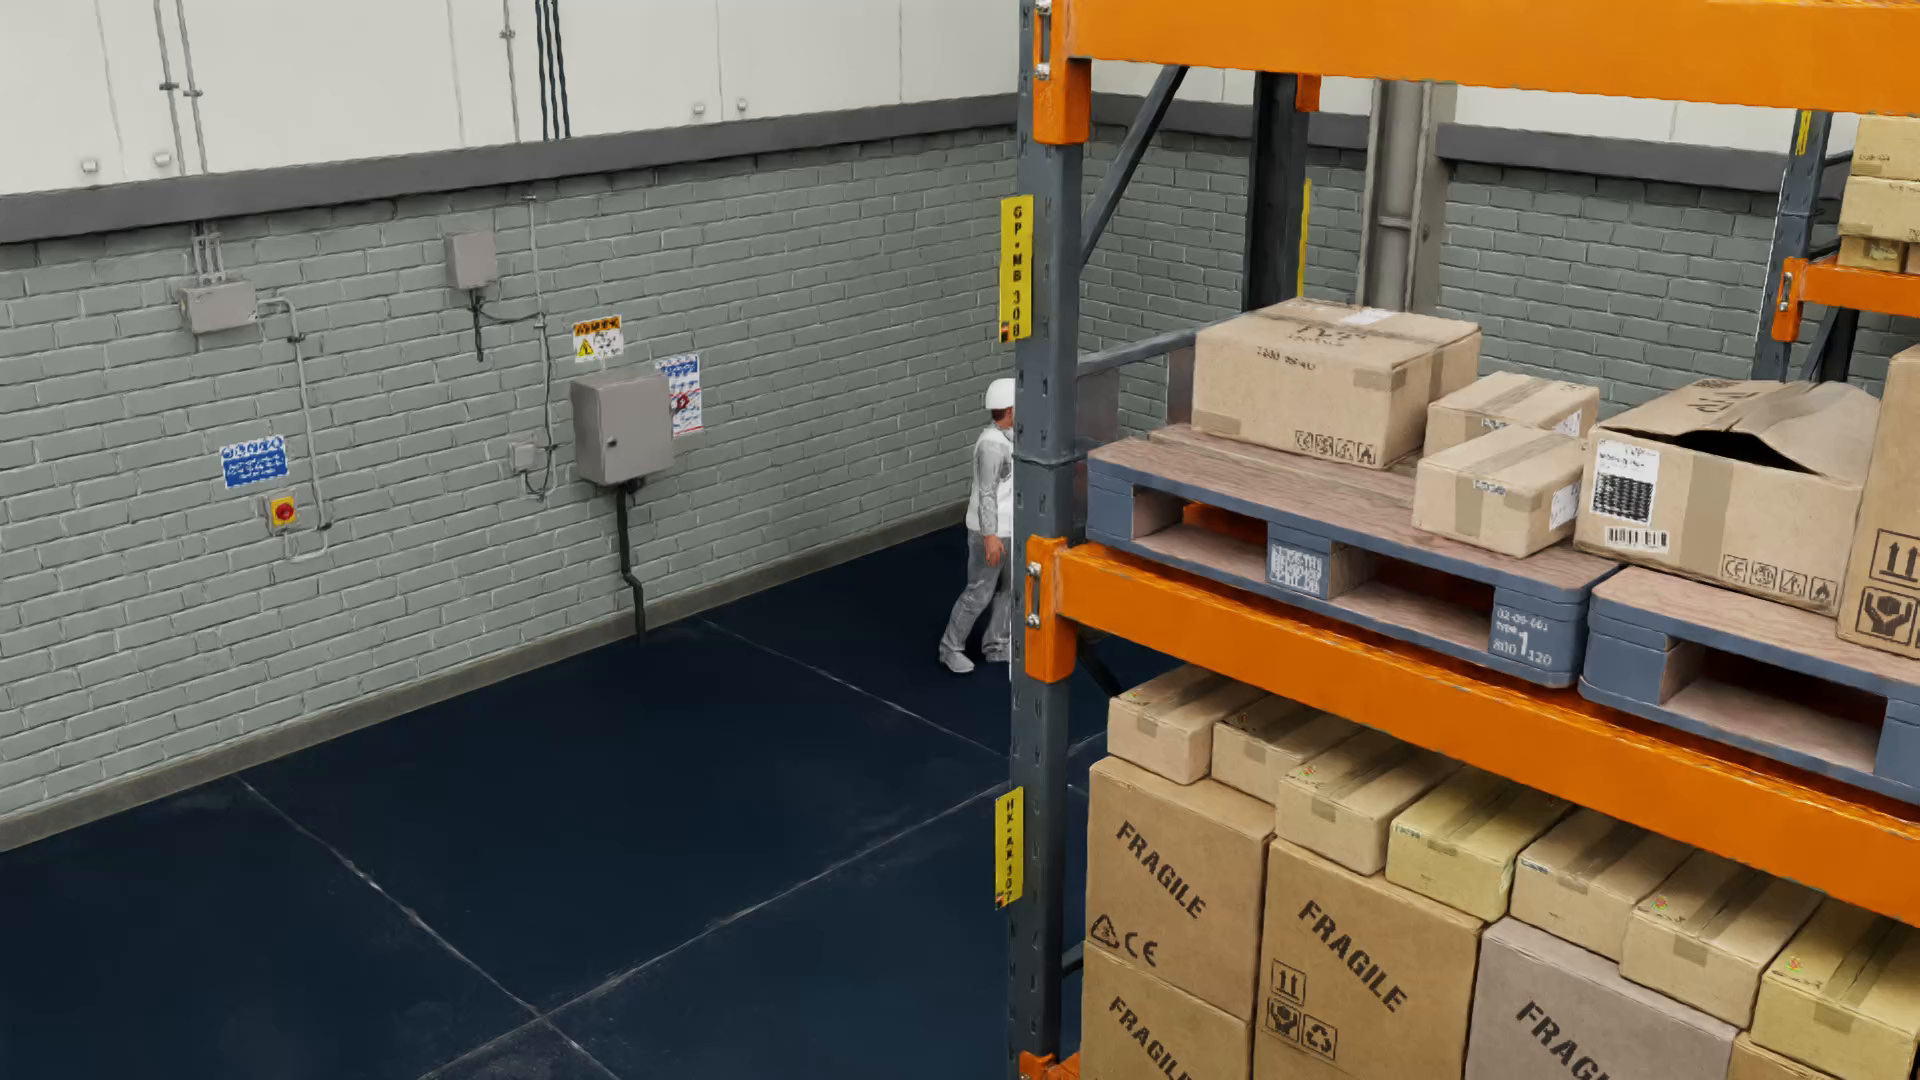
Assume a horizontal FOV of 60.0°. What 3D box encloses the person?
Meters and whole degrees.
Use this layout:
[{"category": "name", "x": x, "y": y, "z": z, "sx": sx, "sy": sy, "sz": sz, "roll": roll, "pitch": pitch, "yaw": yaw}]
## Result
[{"category": "person", "x": 0.162, "y": -0.089, "z": 9.790, "sx": 0.556, "sy": 1.759, "sz": 0.566, "roll": 4, "pitch": 21, "yaw": 10}]
